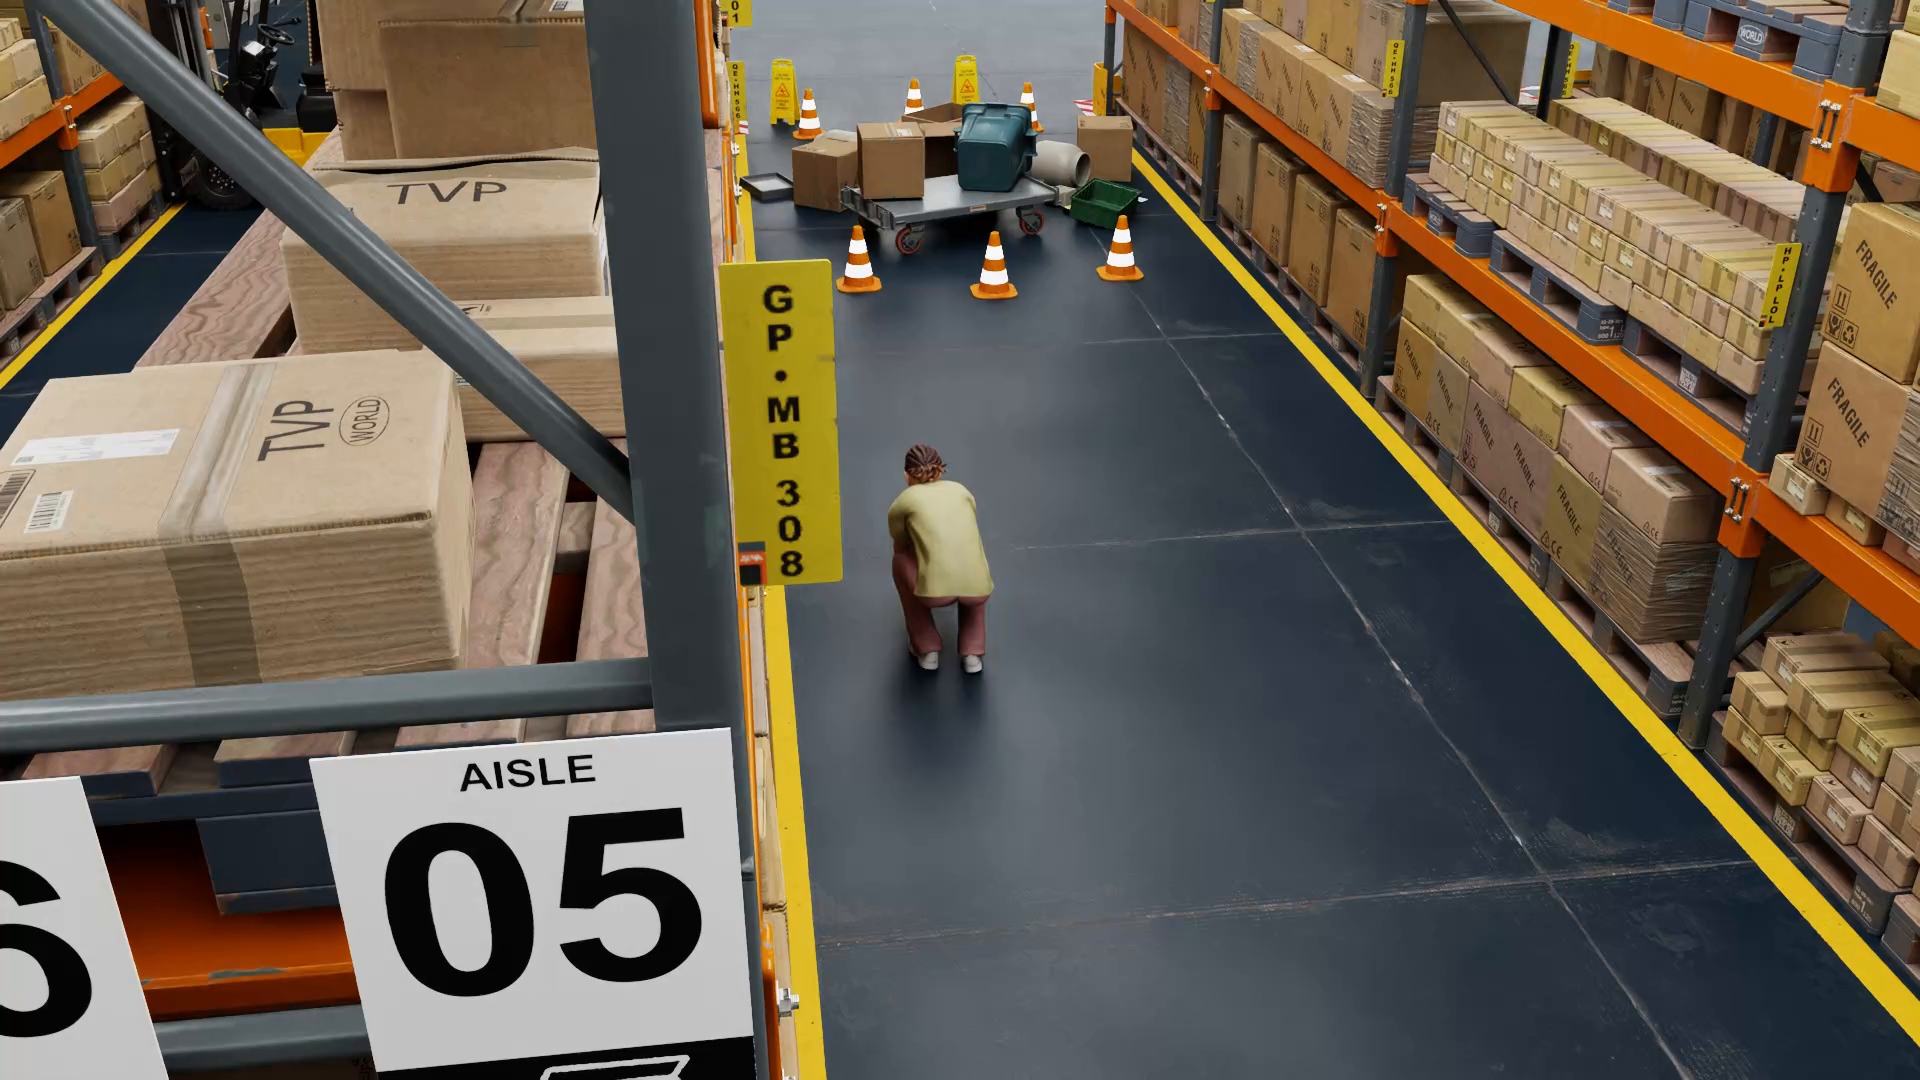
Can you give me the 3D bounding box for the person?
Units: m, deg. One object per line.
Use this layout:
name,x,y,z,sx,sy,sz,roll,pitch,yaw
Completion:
person,-0.094,0.093,7.762,0.459,0.930,0.834,-4,28,-9
